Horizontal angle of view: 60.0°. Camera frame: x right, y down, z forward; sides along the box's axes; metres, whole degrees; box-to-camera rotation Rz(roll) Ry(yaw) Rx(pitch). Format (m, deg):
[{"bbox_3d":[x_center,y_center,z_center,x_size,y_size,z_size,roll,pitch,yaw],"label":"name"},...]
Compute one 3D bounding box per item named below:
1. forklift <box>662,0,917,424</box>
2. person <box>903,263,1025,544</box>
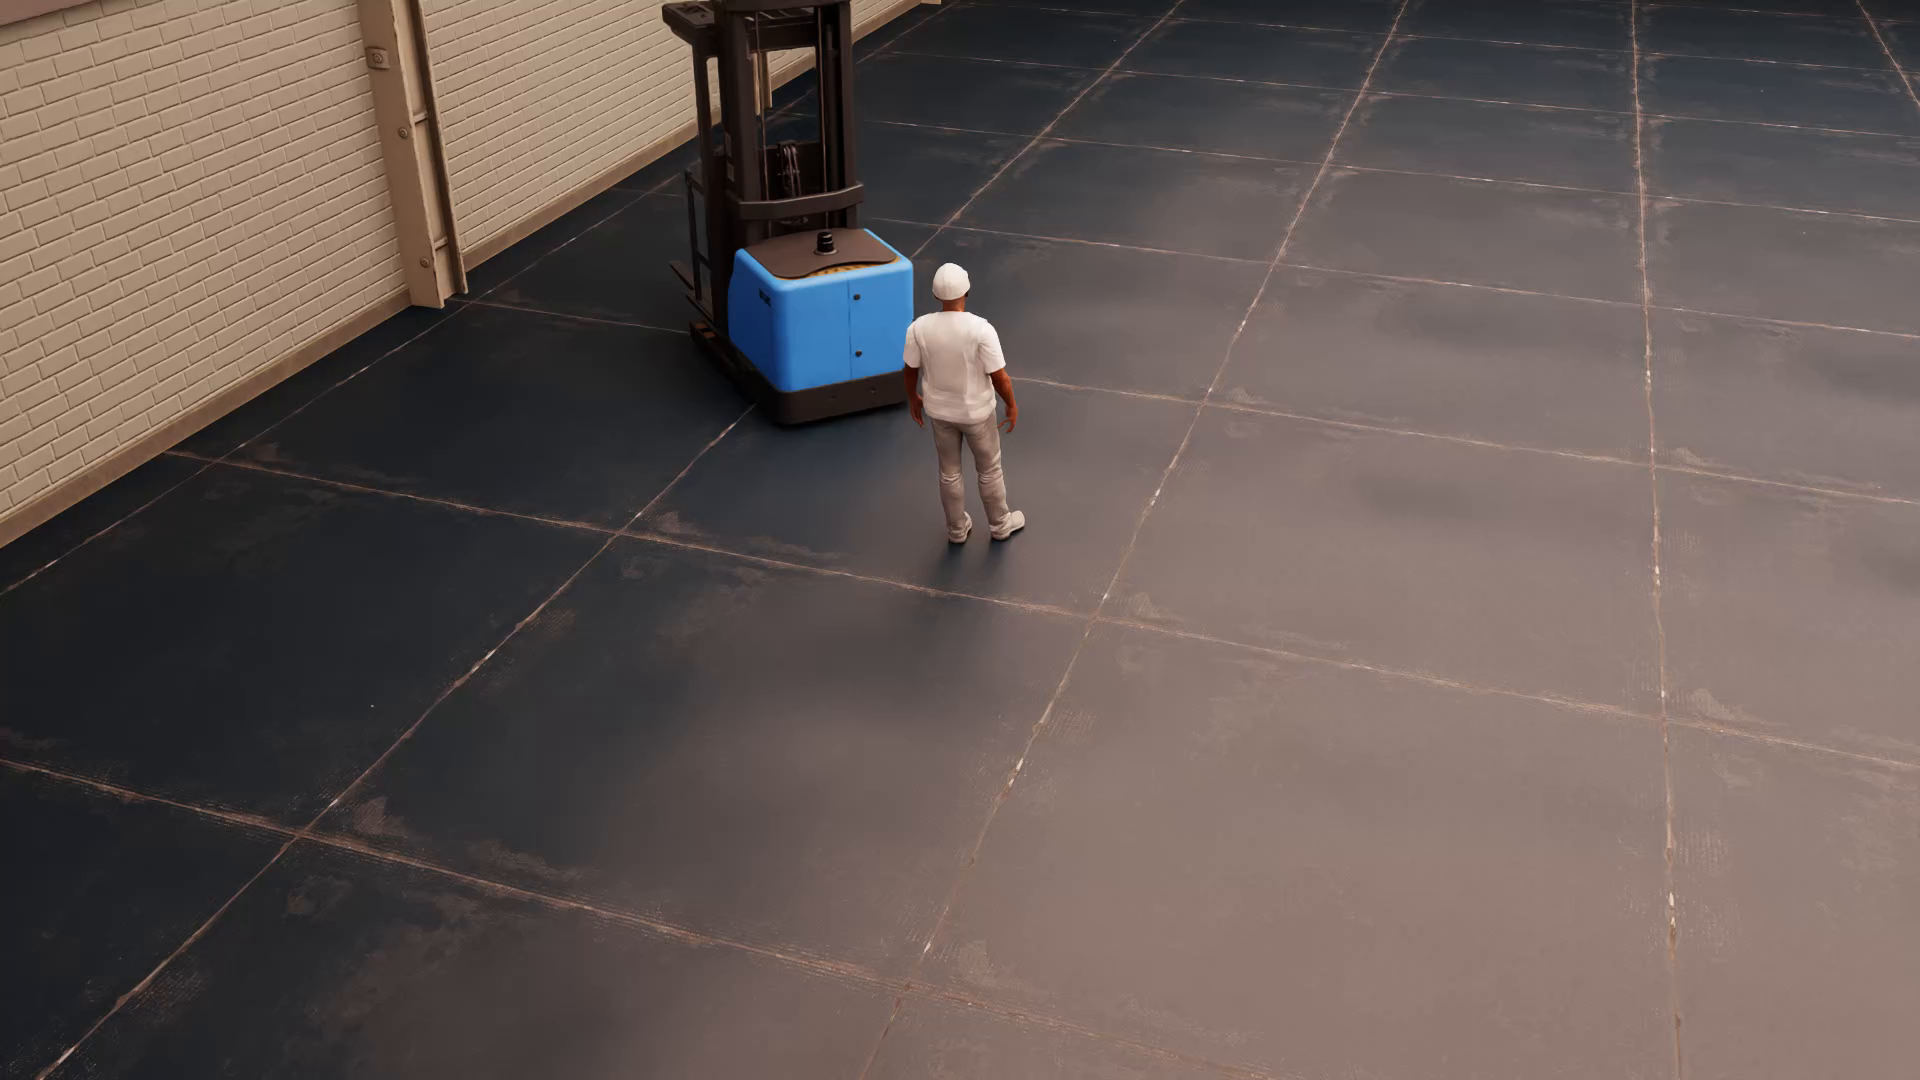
[{"bbox_3d":[-1.410,-2.767,11.990,1.130,2.935,3.031,-14,32,-23],"label":"forklift"},{"bbox_3d":[0.028,-0.806,9.712,0.665,1.769,0.574,10,31,16],"label":"person"}]
